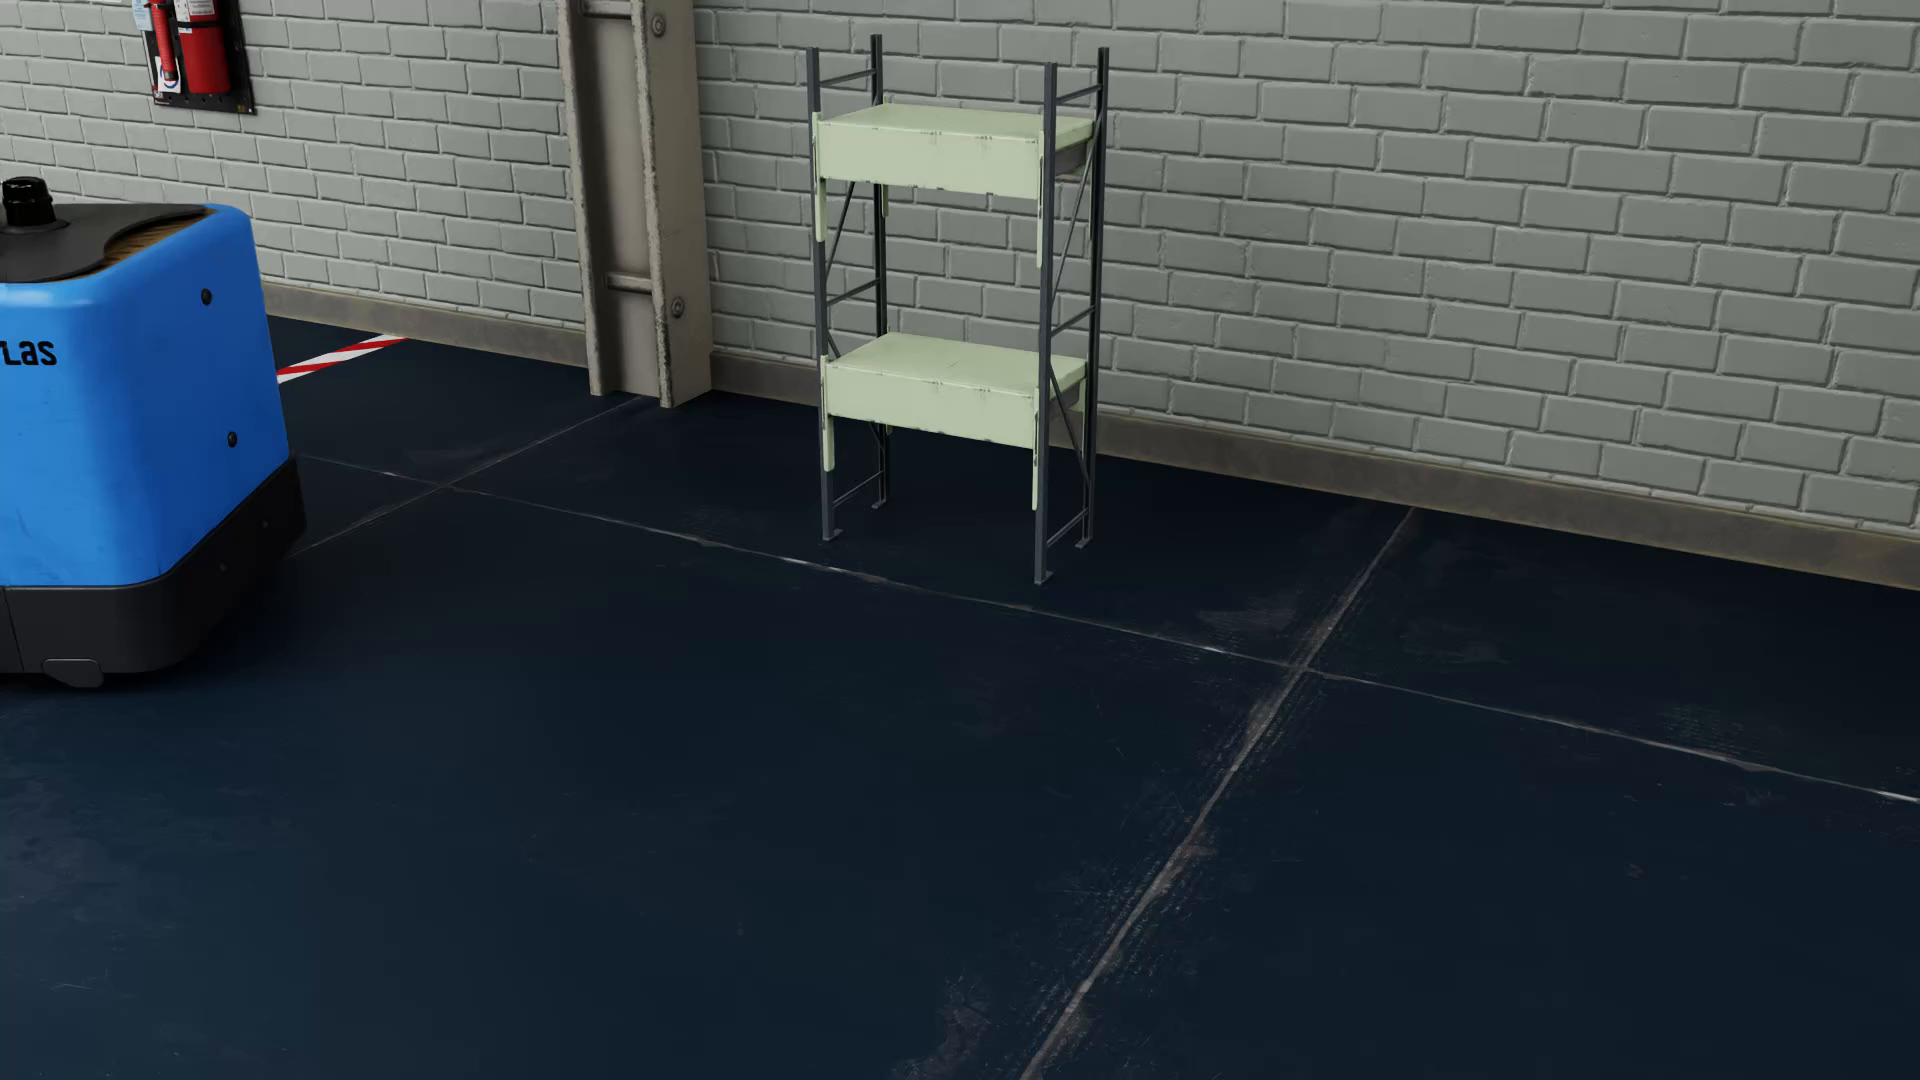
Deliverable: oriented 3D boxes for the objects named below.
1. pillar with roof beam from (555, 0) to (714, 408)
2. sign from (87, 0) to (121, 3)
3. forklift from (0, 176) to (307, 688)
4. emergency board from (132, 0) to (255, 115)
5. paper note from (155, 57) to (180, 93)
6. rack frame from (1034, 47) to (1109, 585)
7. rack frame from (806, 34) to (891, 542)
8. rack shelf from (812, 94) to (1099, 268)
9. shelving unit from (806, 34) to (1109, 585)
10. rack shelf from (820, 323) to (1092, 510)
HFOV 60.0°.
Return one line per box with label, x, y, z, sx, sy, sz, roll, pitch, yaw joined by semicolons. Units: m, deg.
pillar with roof beam;-3.170;-3.237;1.363;0.400;9.000;9.100;11;25;25
sign;-3.862;-2.580;7.438;0.234;0.329;0.001;11;25;25
forklift;-3.534;-1.144;4.195;3.031;2.935;1.130;0;23;0
emergency board;-3.415;-2.430;7.130;0.643;1.169;0.194;11;25;25
paper note;-3.542;-2.080;7.433;0.142;0.148;0.016;11;25;25
rack frame;0.321;-0.627;4.807;0.023;1.500;0.400;11;25;25
rack frame;-0.333;-0.756;5.111;0.023;1.500;0.400;11;25;25
rack shelf;-0.006;-1.050;4.806;0.720;0.370;0.431;11;25;25
shelving unit;-0.006;-0.691;4.959;0.755;1.500;0.431;11;25;25
rack shelf;-0.006;-0.391;5.087;0.720;0.370;0.431;11;25;25
